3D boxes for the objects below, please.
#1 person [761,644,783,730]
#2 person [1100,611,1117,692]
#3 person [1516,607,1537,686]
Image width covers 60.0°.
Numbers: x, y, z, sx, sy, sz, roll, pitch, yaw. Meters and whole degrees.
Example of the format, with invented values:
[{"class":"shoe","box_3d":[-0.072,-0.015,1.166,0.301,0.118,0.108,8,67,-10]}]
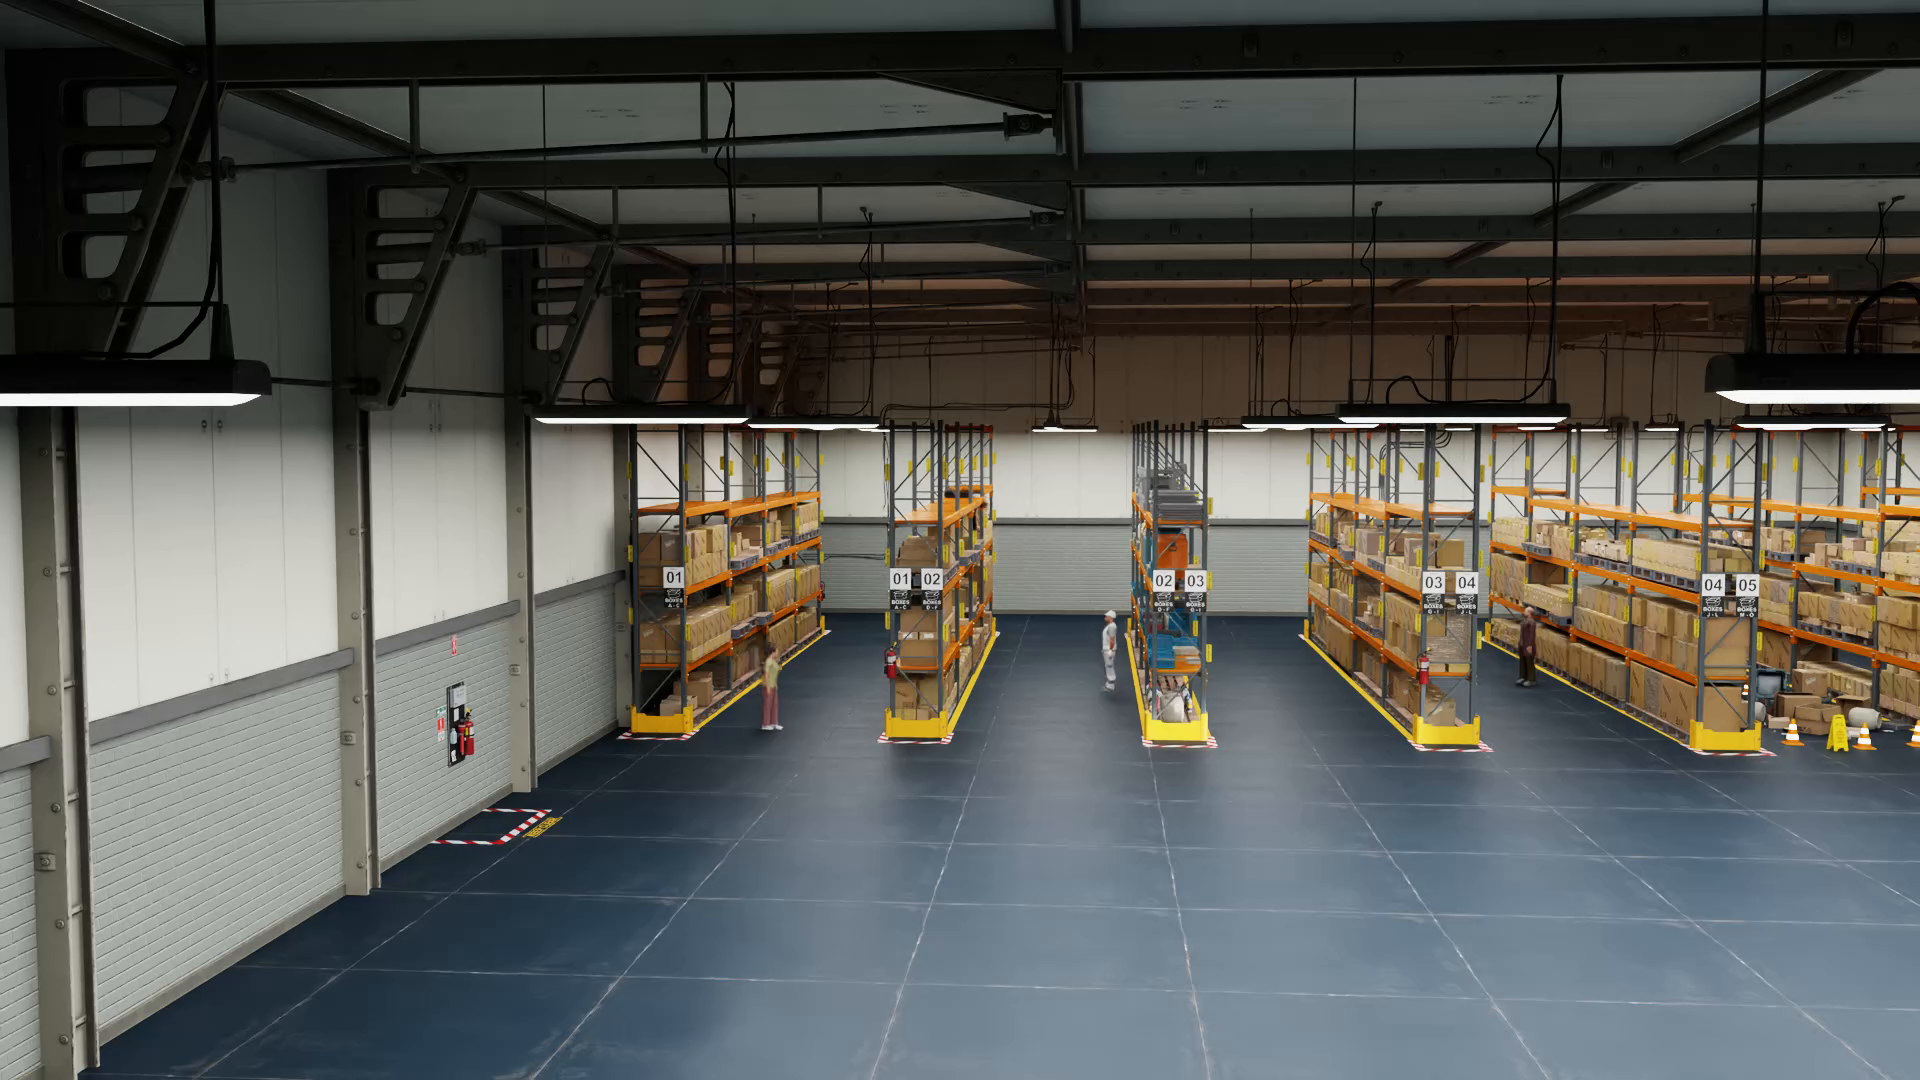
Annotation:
[{"class":"person","box_3d":[-3.664,2.858,32.249,0.401,1.686,0.480,1,4,9]},{"class":"person","box_3d":[3.316,2.470,37.129,0.371,1.798,0.583,0,4,-1]},{"class":"person","box_3d":[12.955,2.419,38.016,0.423,1.788,0.604,-1,4,-14]}]
